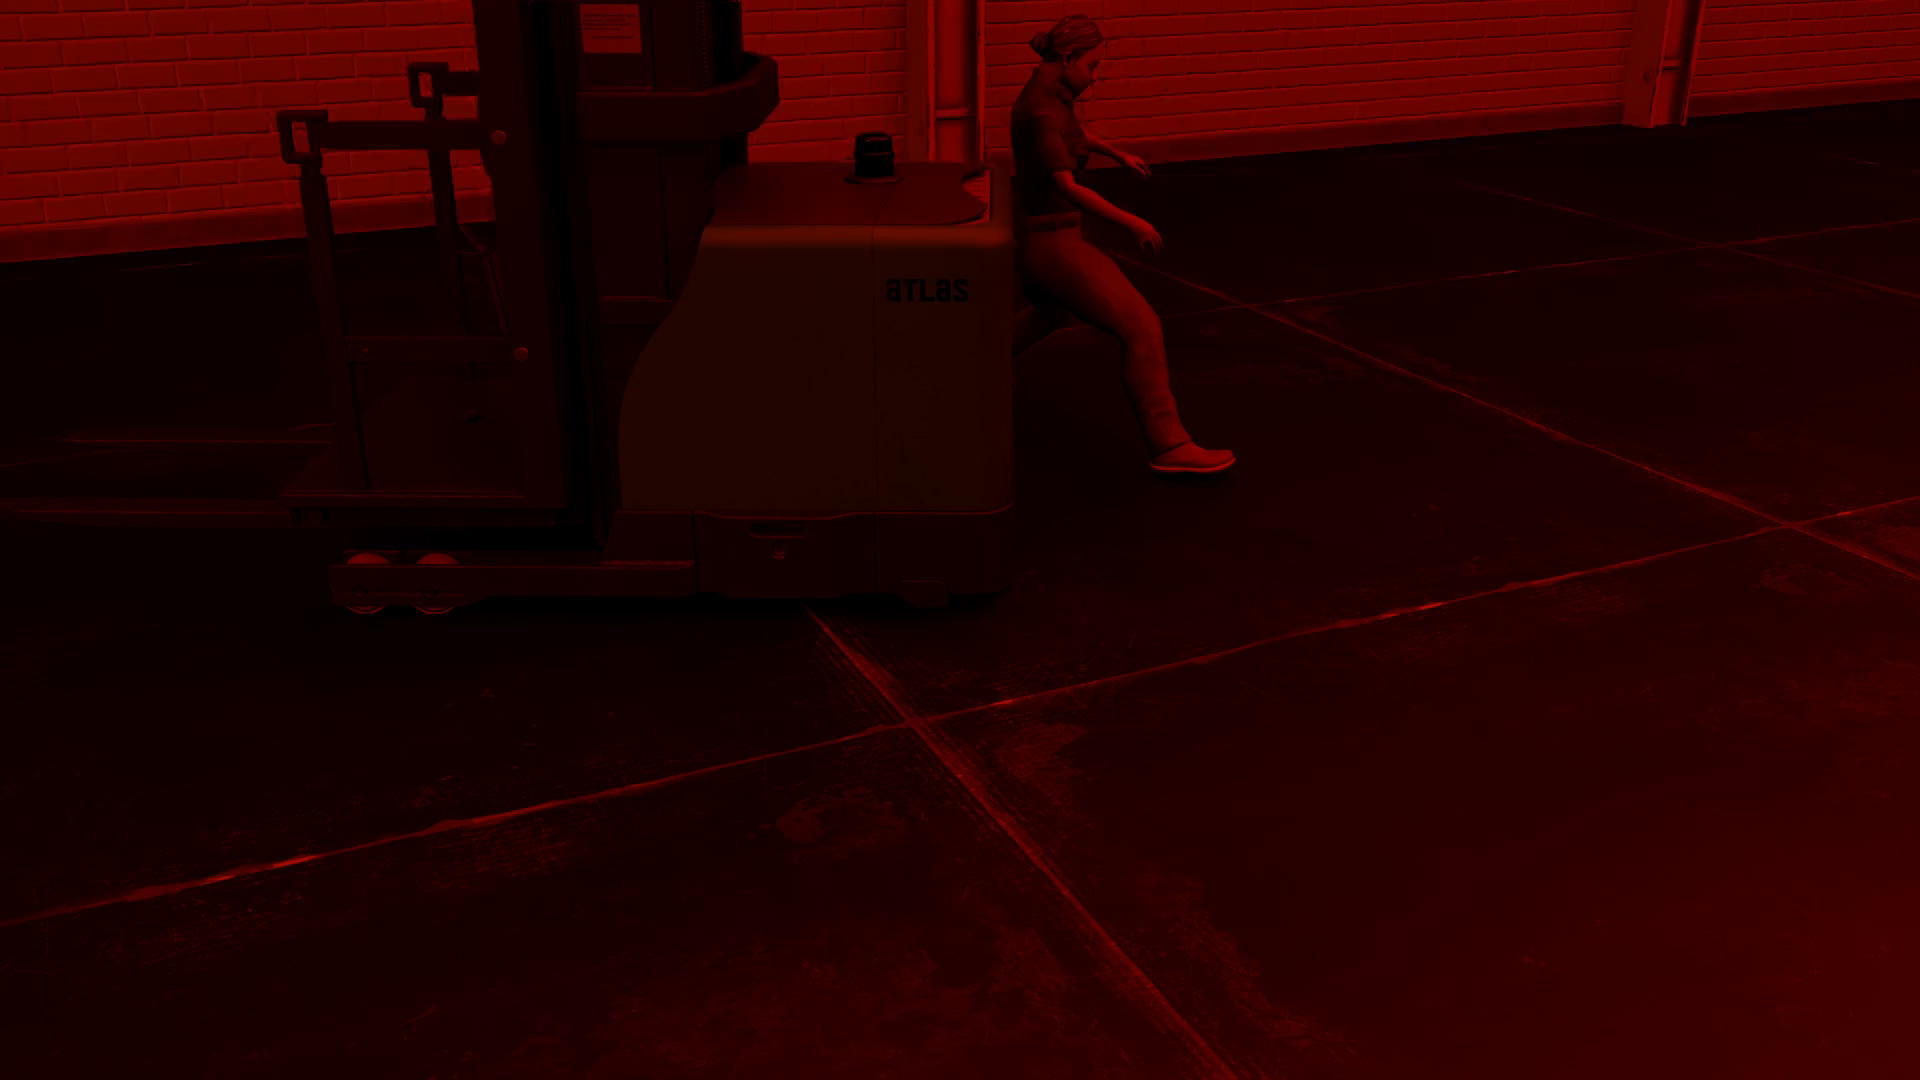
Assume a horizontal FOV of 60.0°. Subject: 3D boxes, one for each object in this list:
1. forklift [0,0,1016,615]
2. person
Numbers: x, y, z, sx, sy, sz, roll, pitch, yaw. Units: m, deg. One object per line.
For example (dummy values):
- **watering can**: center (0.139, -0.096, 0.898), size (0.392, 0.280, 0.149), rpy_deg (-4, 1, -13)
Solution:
- **forklift**: center (-1.356, -1.349, 4.533), size (3.031, 2.935, 1.130), rpy_deg (0, 23, 1)
- **person**: center (0.437, -1.050, 5.785), size (0.964, 1.492, 1.060), rpy_deg (-1, 23, -2)
